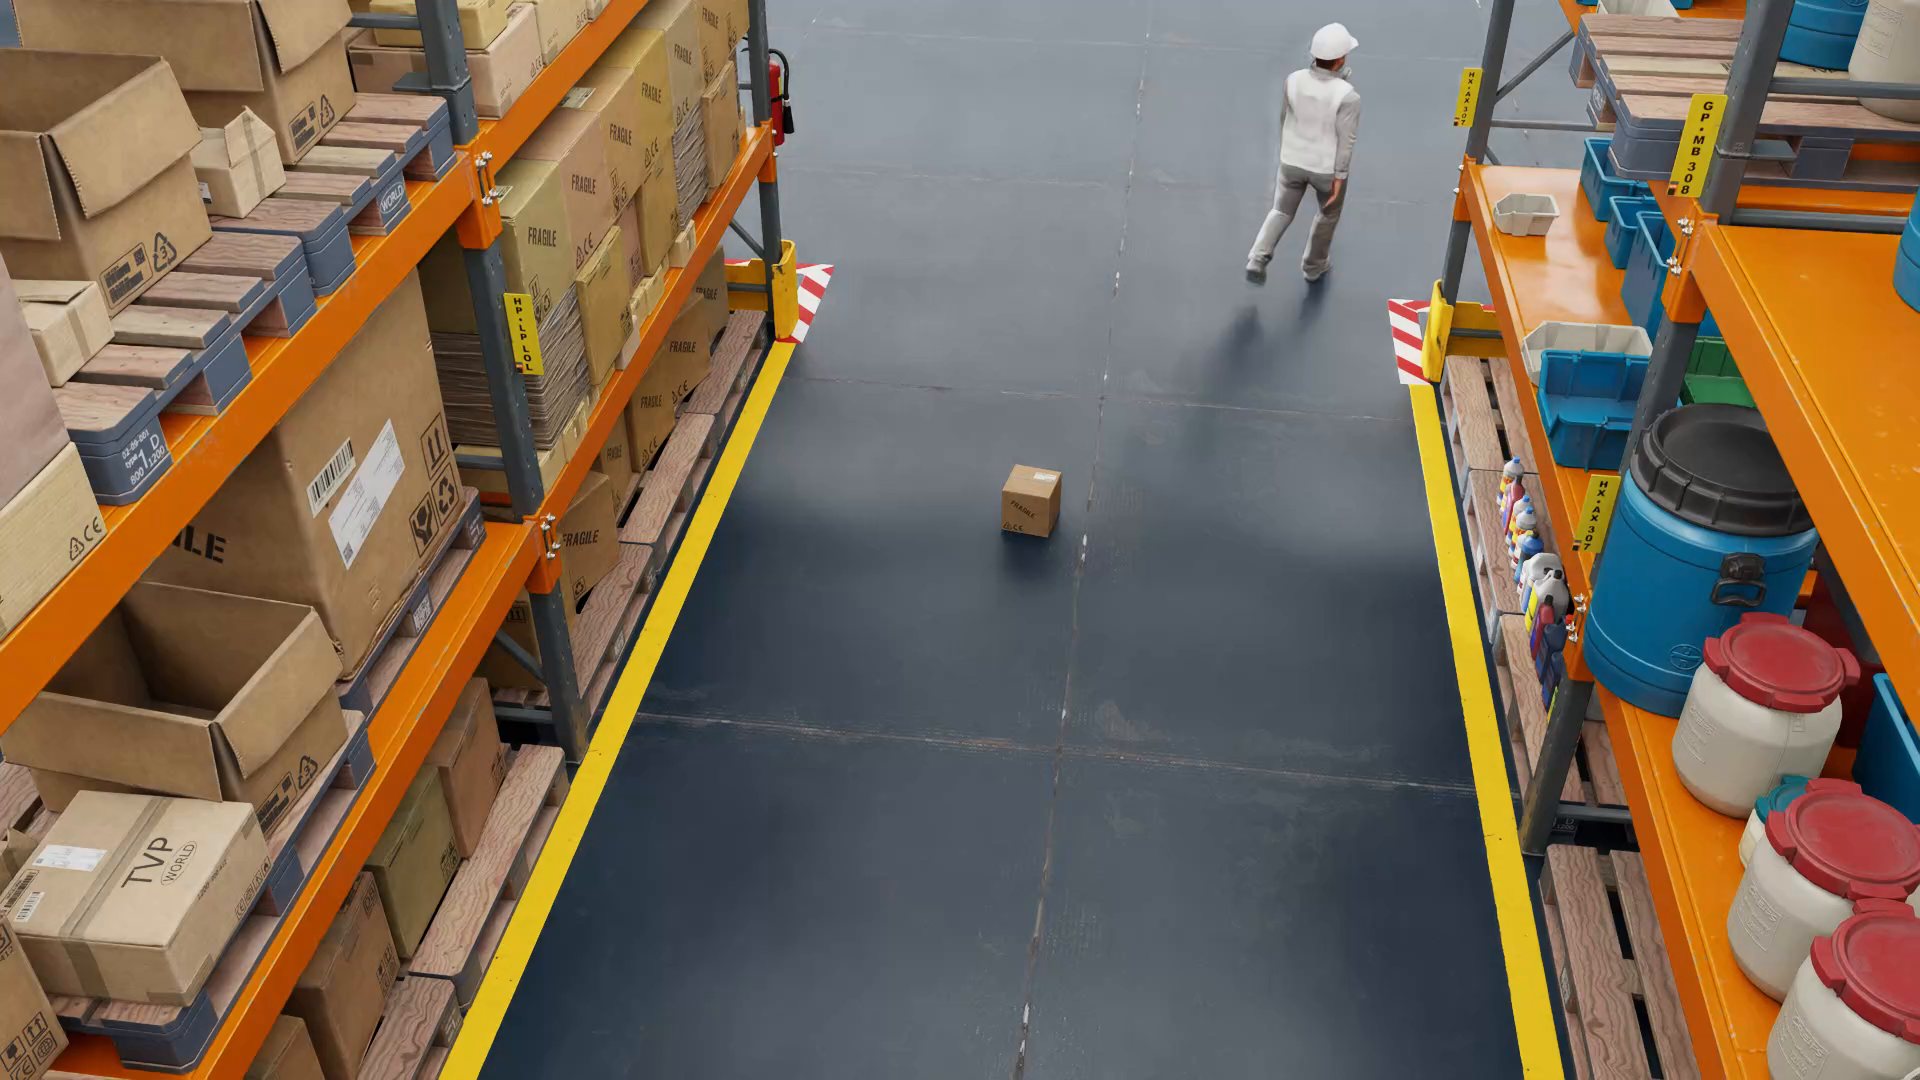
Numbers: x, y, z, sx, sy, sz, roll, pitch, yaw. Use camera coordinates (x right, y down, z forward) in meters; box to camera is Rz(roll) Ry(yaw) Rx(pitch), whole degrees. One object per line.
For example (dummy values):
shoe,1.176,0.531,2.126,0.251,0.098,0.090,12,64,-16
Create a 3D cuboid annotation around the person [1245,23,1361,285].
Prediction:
person,2.186,-2.331,10.236,0.534,1.736,0.854,21,41,26
